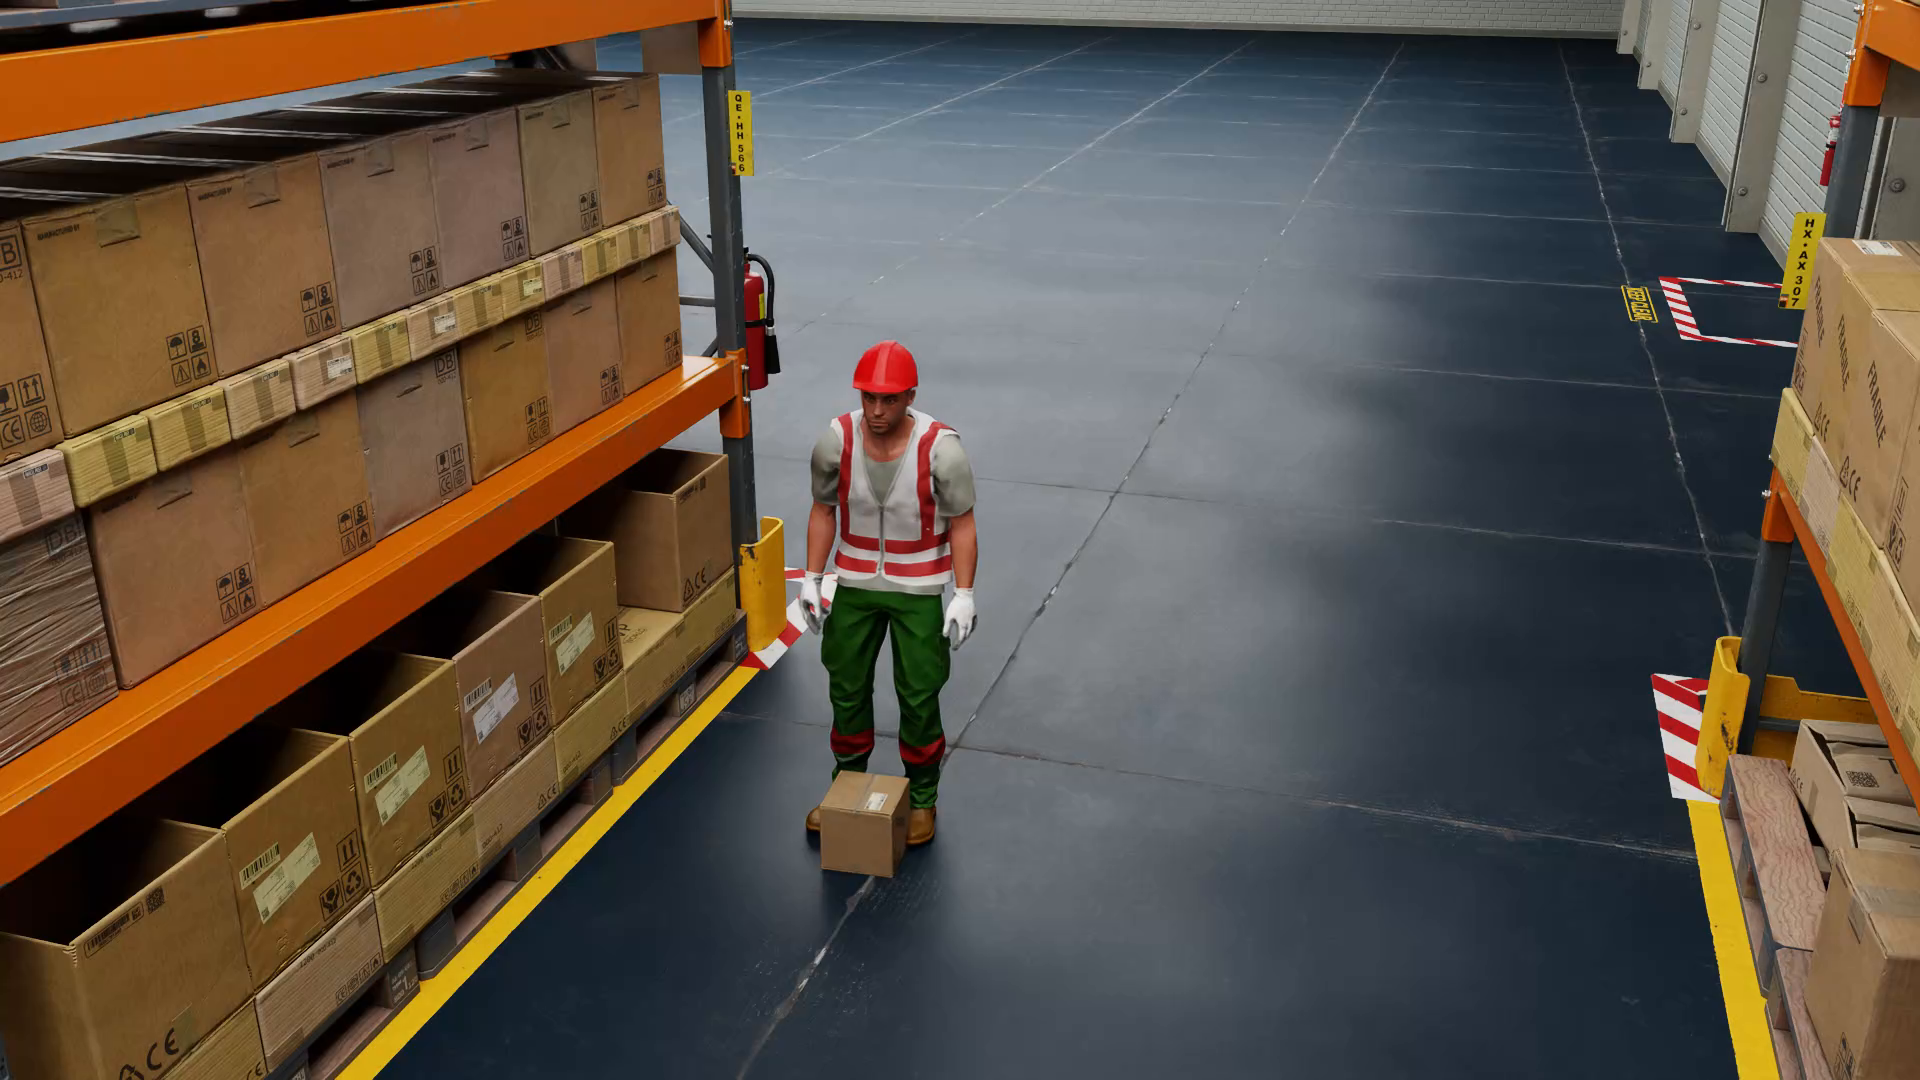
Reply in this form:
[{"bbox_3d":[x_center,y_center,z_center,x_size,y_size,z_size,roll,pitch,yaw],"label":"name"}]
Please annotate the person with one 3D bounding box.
[{"bbox_3d":[-0.240,0.182,5.608,0.622,1.781,0.445,5,22,13],"label":"person"}]
